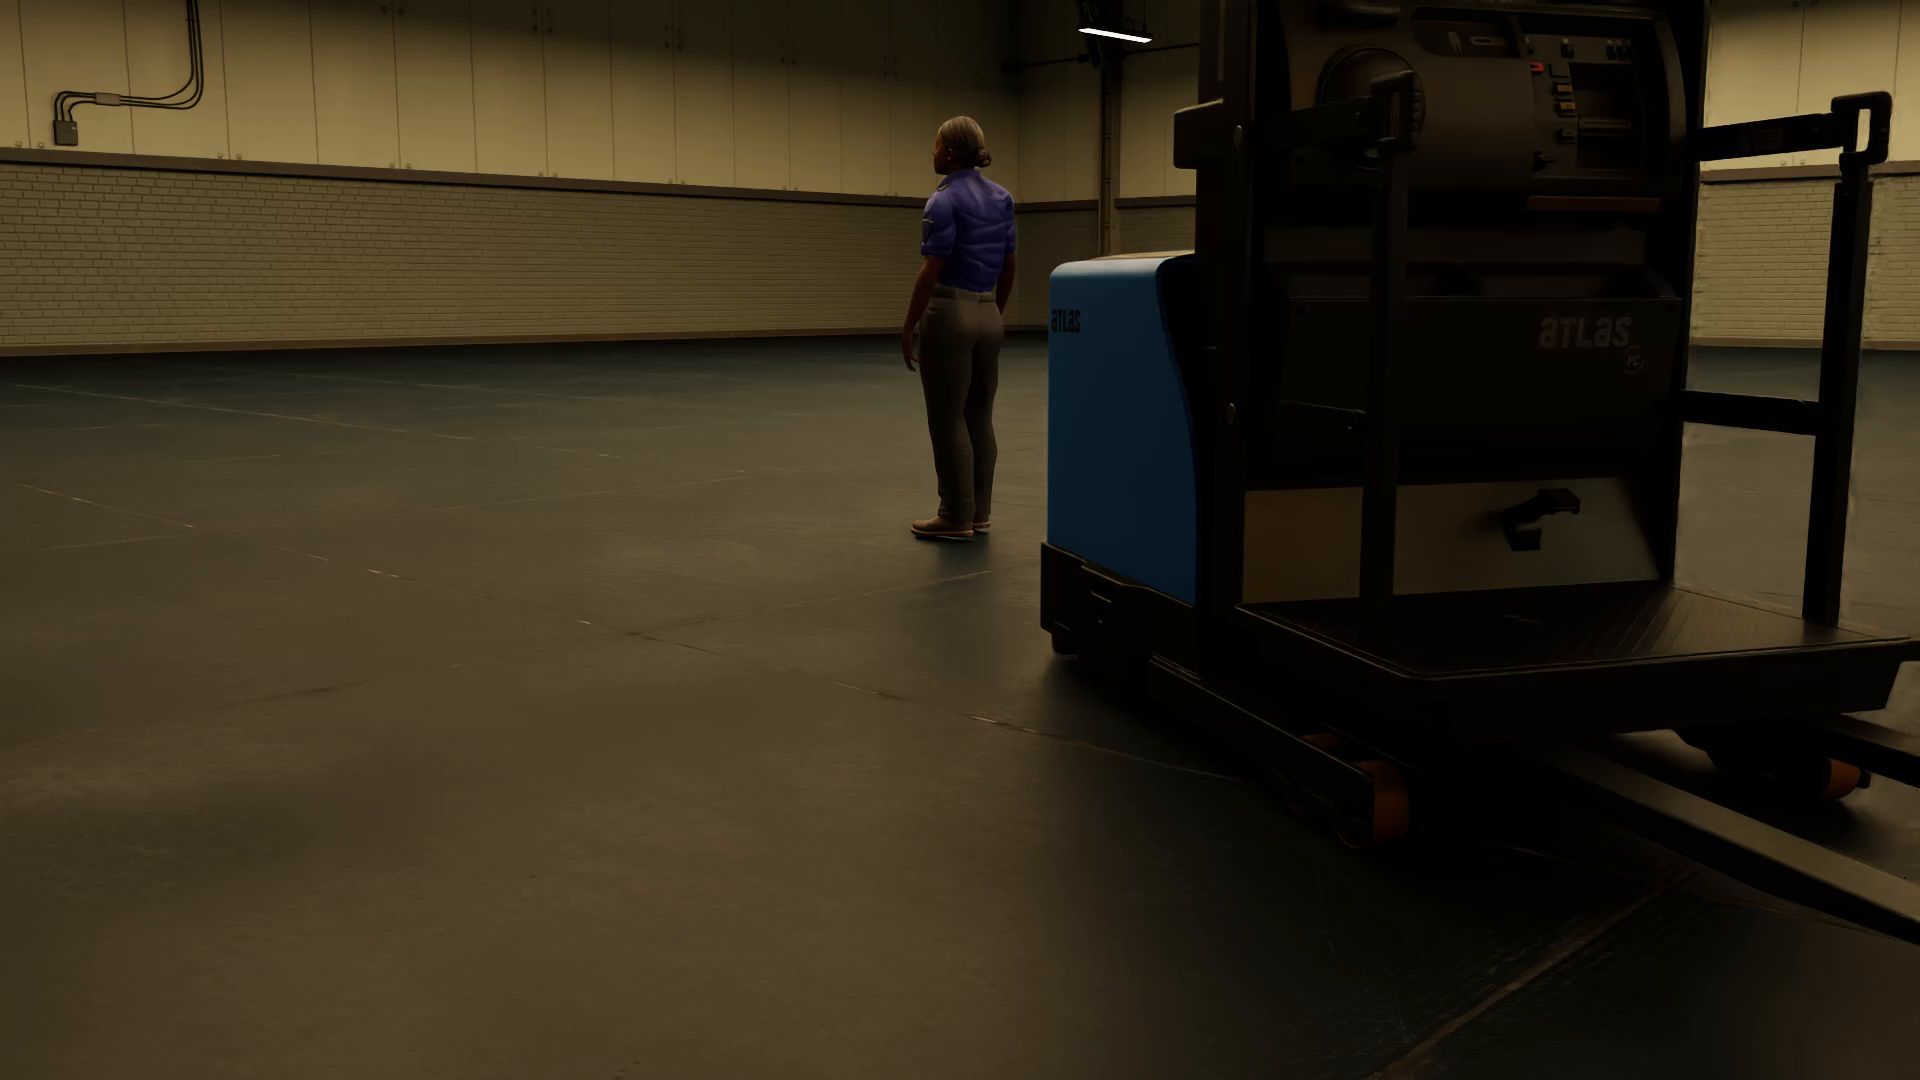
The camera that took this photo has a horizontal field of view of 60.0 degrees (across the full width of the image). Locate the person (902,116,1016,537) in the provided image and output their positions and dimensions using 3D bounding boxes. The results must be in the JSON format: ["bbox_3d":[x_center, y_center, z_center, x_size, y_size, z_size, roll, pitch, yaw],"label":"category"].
[{"bbox_3d":[-0.049,-0.830,6.668,0.504,1.643,0.569,8,12,43],"label":"person"}]

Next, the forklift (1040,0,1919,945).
[{"bbox_3d":[1.138,-0.954,3.209,1.130,2.935,3.031,-3,9,-17],"label":"forklift"}]
